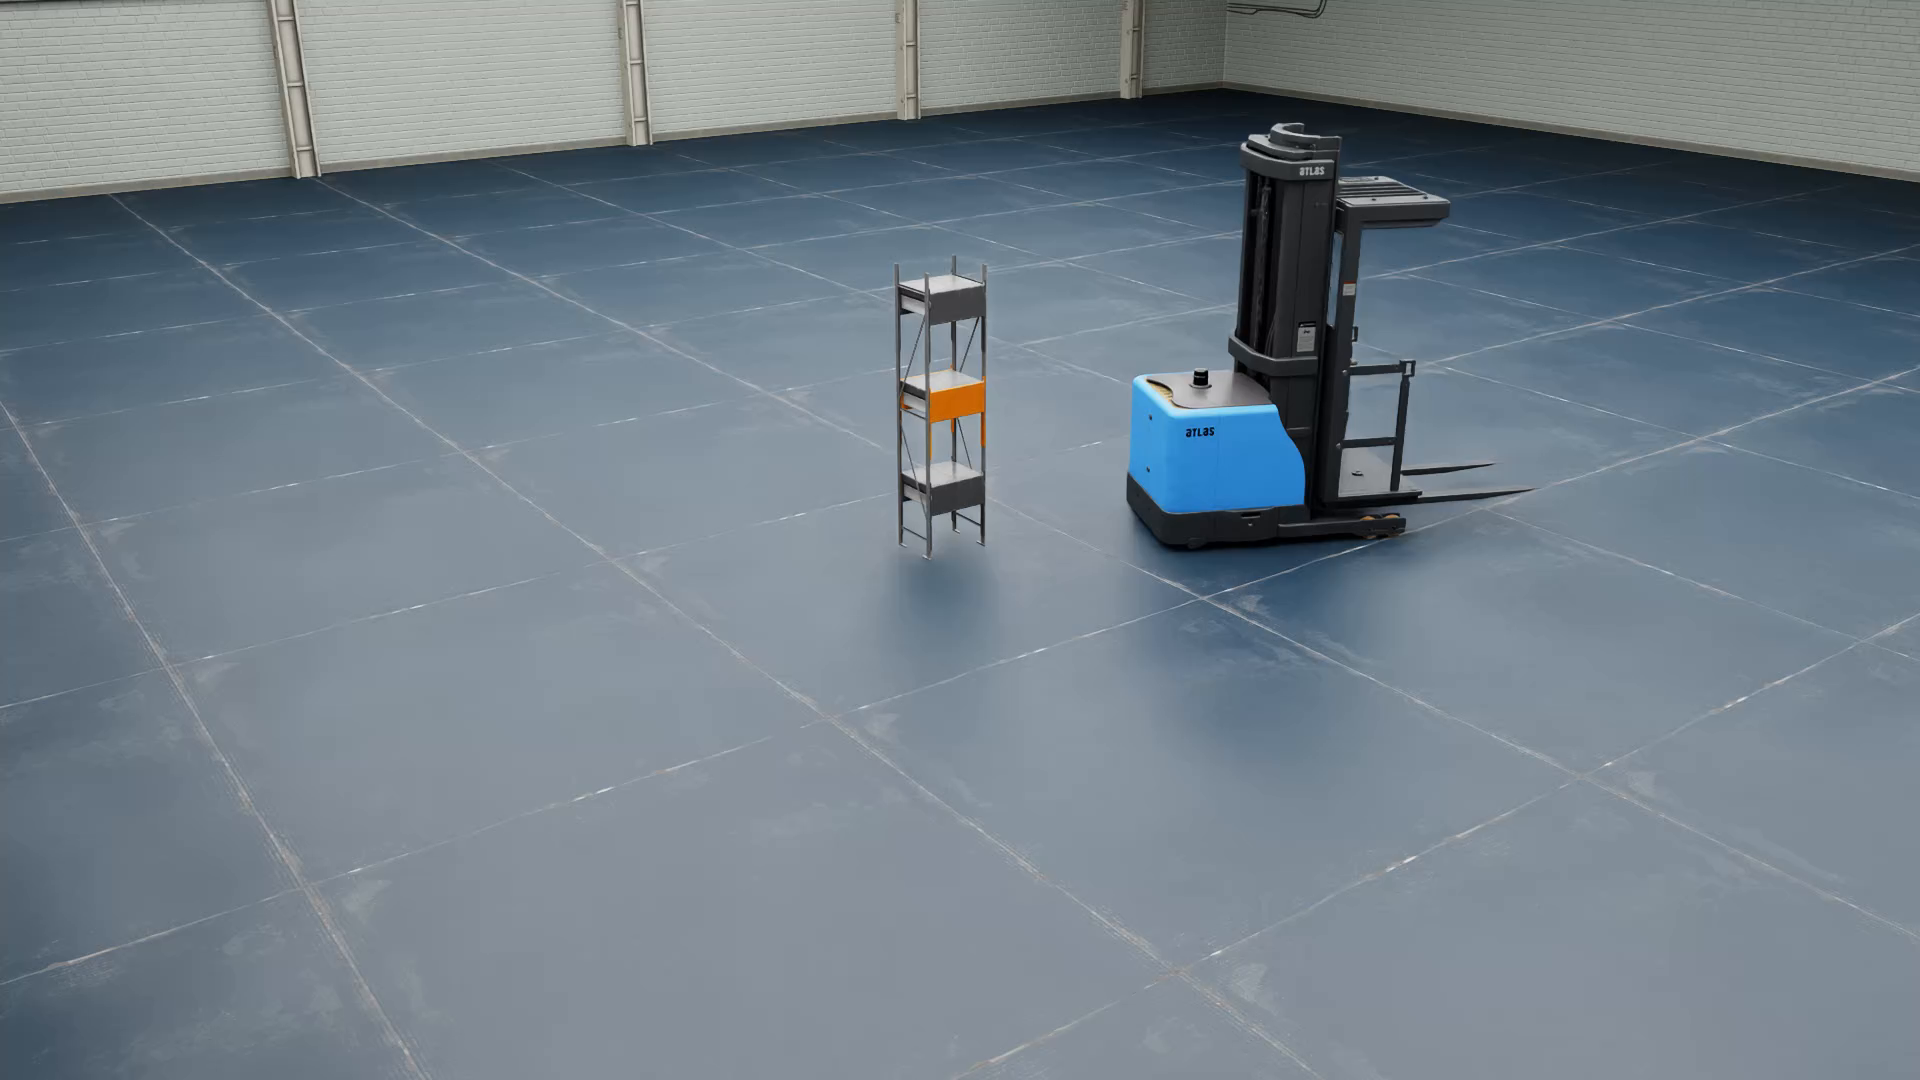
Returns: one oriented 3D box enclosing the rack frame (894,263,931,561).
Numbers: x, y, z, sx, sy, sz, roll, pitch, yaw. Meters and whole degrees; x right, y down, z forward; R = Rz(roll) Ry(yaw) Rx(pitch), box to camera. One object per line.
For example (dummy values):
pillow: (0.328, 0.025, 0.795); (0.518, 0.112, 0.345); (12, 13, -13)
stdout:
rack frame: (-0.332, -0.887, 11.785); (0.015, 2.100, 0.400); (-15, 26, -33)

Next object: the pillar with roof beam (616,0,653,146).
pillar with roof beam: (-3.407, -10.195, 25.804); (0.400, 9.000, 9.100); (-15, 26, -33)

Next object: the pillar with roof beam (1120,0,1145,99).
pillar with roof beam: (6.334, -12.792, 32.313); (0.400, 9.000, 9.100); (-15, 26, -33)

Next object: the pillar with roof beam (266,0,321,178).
pillar with roof beam: (-8.277, -8.896, 22.549); (0.400, 9.000, 9.100); (-15, 26, -33)

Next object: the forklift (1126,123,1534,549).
forklift: (2.866, -1.556, 12.340); (3.031, 2.935, 1.130); (-4, 22, -11)

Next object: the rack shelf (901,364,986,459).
rack shelf: (-0.134, -0.927, 11.922); (0.480, 0.518, 0.431); (-15, 26, -33)

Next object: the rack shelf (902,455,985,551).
rack shelf: (-0.134, -0.277, 12.182); (0.480, 0.518, 0.431); (-15, 26, -33)

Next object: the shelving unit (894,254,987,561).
shelving unit: (-0.134, -0.939, 11.917); (0.503, 2.100, 0.431); (-15, 26, -33)

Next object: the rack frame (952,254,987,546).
rack frame: (0.064, -0.992, 12.050); (0.015, 2.100, 0.400); (-15, 26, -33)

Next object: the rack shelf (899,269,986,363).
rack shelf: (-0.134, -1.577, 11.663); (0.480, 0.518, 0.431); (-15, 26, -33)

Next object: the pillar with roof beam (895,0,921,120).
pillar with roof beam: (1.464, -11.494, 29.058); (0.400, 9.000, 9.100); (-15, 26, -33)

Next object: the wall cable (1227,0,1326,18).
wall cable: (6.984, -12.885, 36.735); (0.112, 2.526, 3.097); (-15, 26, -33)
